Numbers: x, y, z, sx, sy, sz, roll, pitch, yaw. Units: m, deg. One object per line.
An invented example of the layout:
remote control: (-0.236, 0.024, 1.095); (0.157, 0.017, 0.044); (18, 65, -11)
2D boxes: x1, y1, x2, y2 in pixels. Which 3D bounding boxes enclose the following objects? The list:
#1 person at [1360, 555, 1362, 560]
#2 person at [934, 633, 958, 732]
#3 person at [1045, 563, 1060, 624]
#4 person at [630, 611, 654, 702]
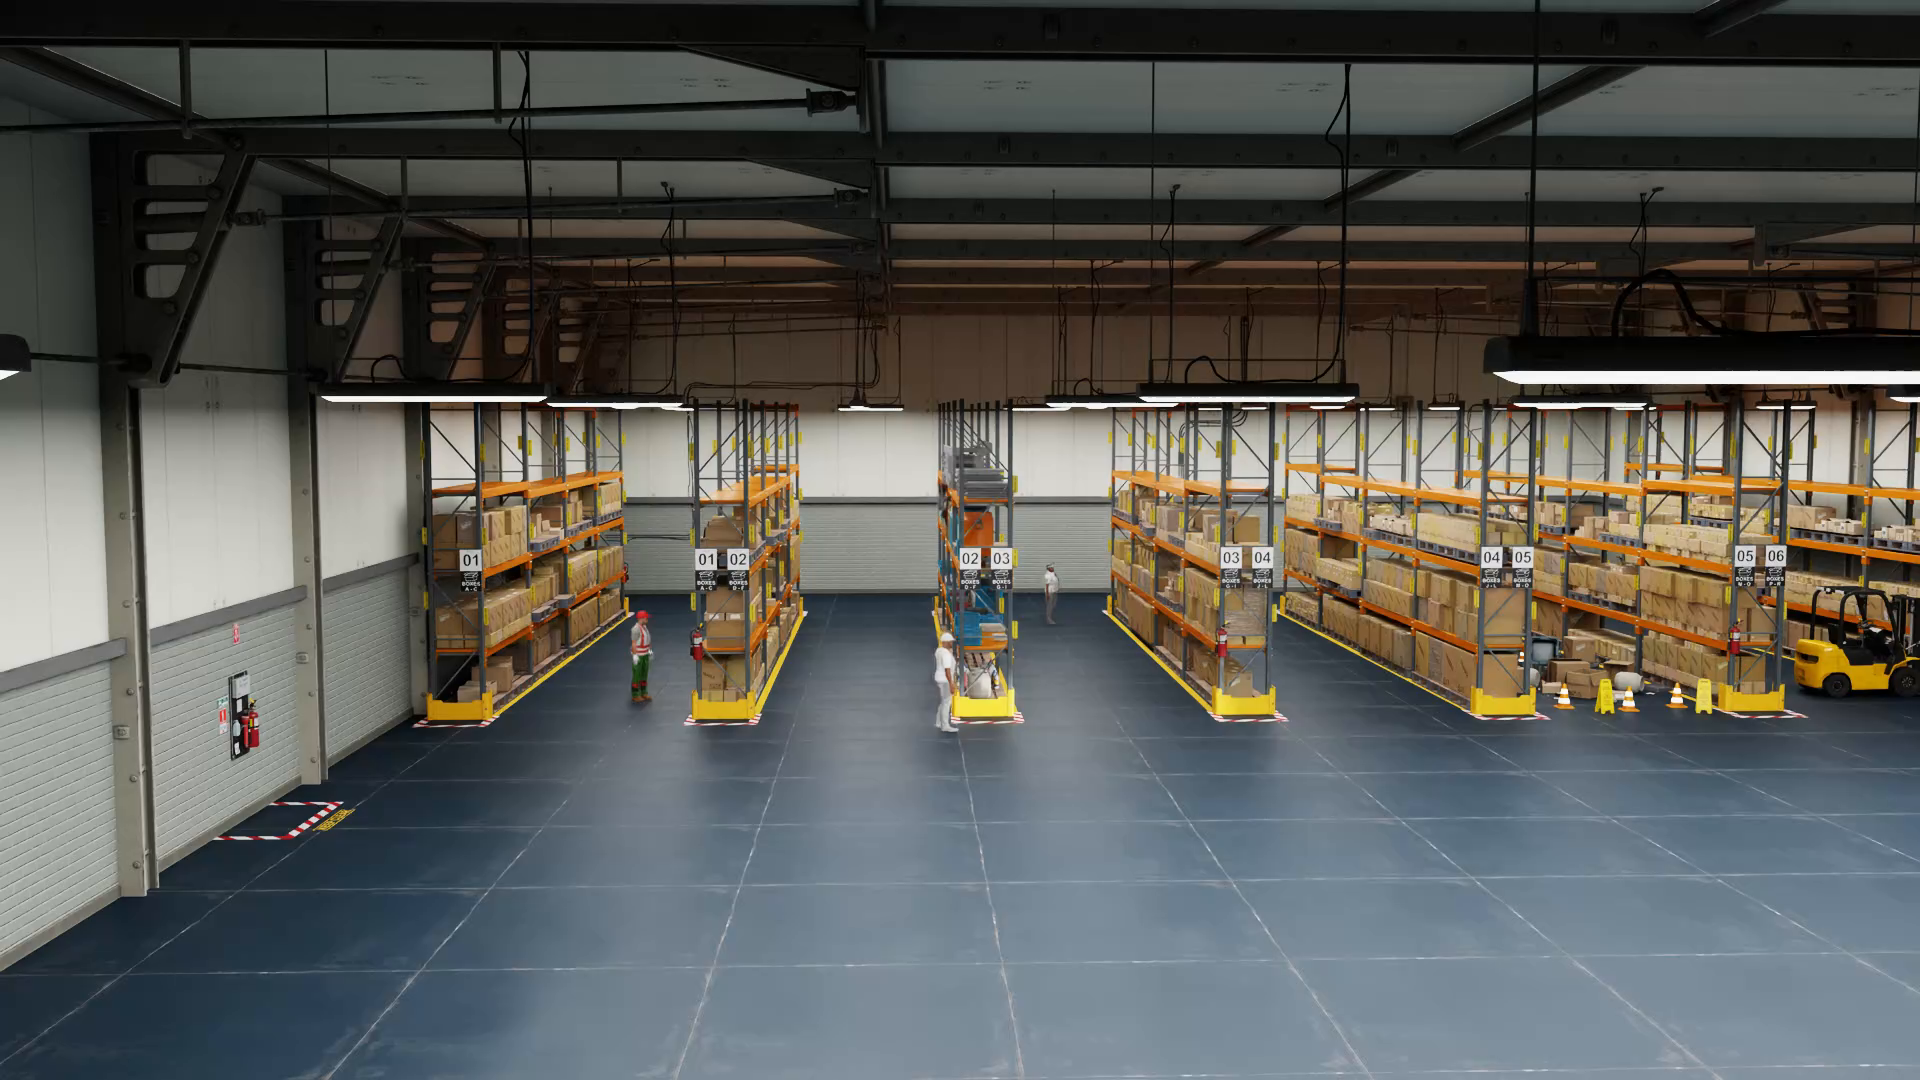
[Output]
person: (11.643, 1.245, 48.462); (0.996, 1.582, 0.551); (1, 5, 18)
person: (-0.252, 2.601, 30.022); (0.376, 1.844, 0.673); (-1, 4, -14)
person: (2.474, 1.448, 45.338); (0.426, 1.694, 0.521); (3, 5, 32)
person: (-6.371, 2.307, 33.210); (0.396, 1.803, 0.578); (1, 4, 15)
